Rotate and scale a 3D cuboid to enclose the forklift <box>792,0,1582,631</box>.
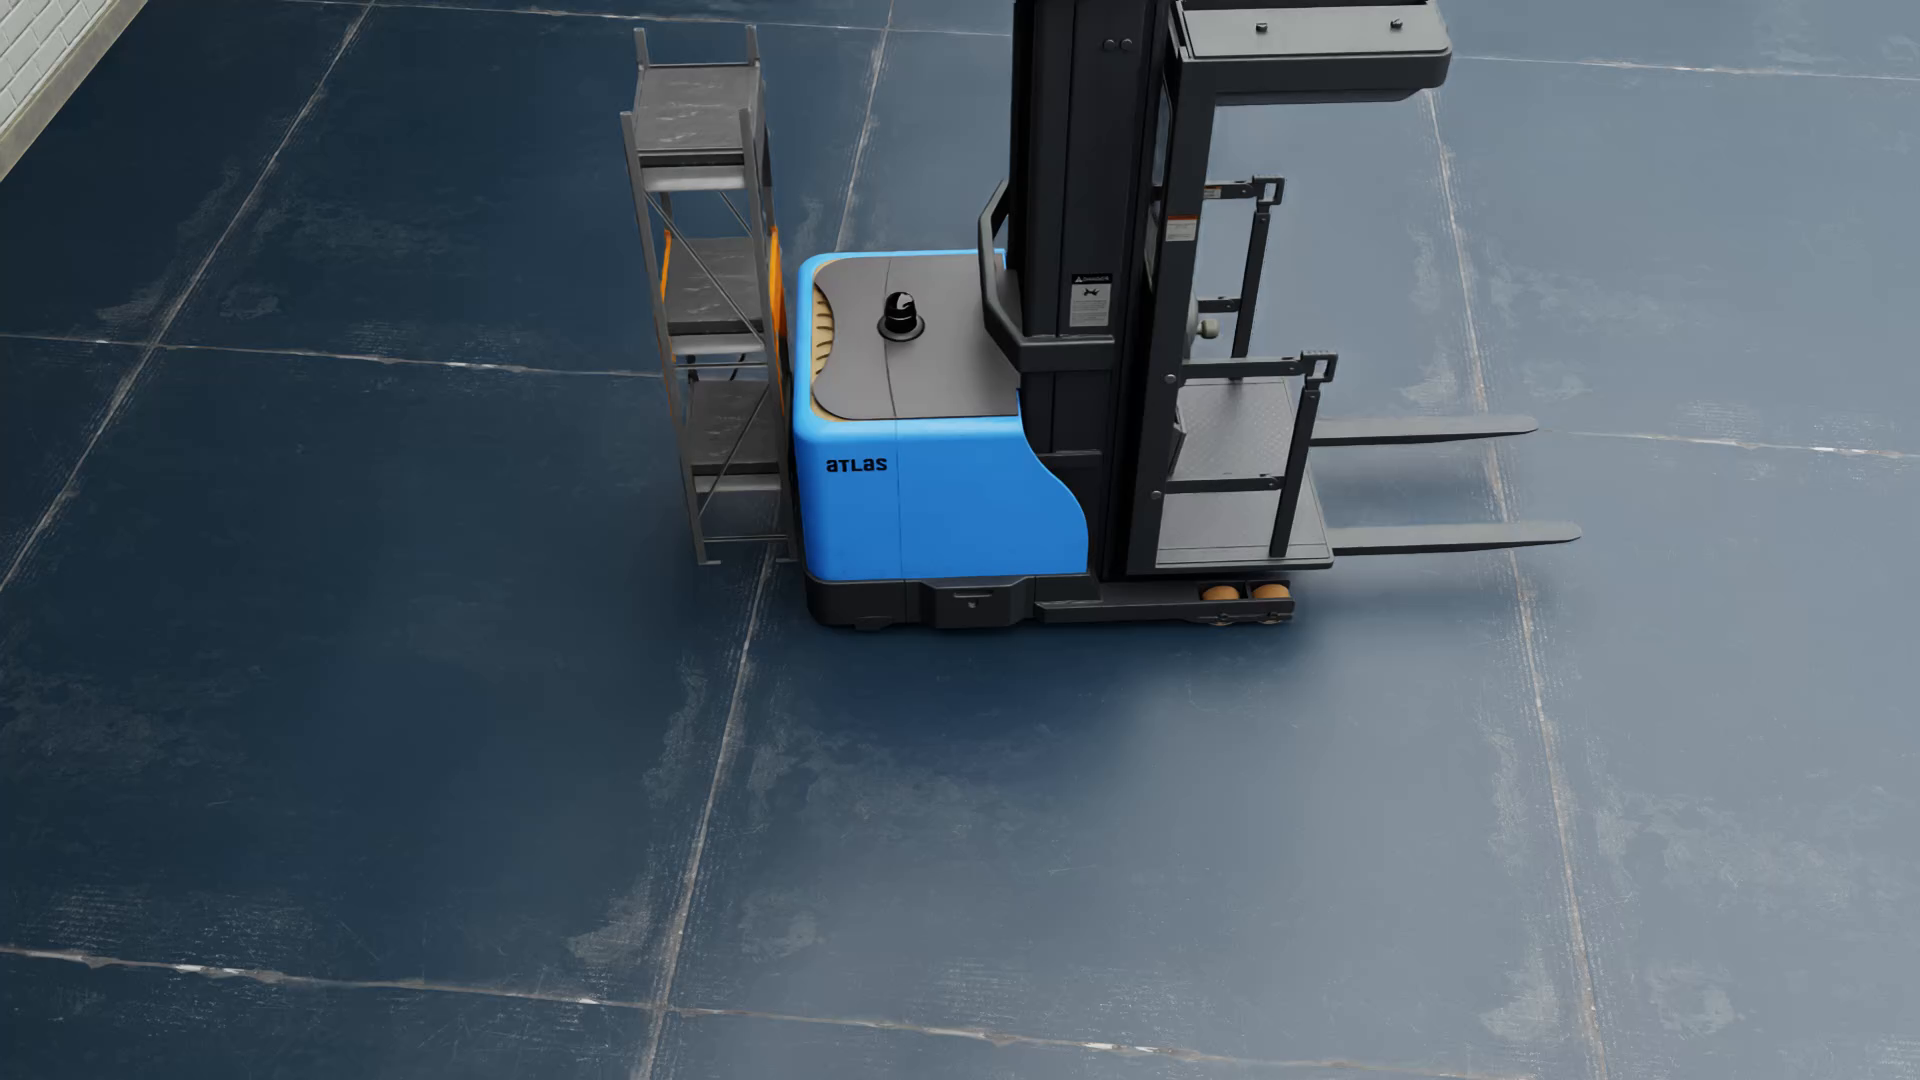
[{"bbox_3d":[0.903,-1.048,5.748,3.031,2.935,1.130,-2,48,-2],"label":"forklift"}]

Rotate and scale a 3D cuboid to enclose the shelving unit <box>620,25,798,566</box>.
[{"bbox_3d":[-0.862,-0.796,6.081,0.431,2.100,0.503,-2,48,-2],"label":"shelving unit"}]

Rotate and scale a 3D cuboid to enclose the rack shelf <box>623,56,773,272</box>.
[{"bbox_3d":[-0.862,-1.260,5.575,0.431,0.518,0.480,-2,48,-2],"label":"rack shelf"}]

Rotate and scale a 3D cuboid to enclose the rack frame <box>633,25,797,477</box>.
[{"bbox_3d":[-0.873,-0.976,6.246,0.400,2.100,0.015,-2,48,-2],"label":"rack frame"}]

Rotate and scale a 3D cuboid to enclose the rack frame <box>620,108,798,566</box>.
[{"bbox_3d":[-0.851,-0.617,5.917,0.400,2.100,0.015,-2,48,-2],"label":"rack frame"}]

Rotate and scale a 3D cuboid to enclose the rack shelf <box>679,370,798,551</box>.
[{"bbox_3d":[-0.862,-0.315,6.608,0.431,0.518,0.480,-2,48,-2],"label":"rack shelf"}]

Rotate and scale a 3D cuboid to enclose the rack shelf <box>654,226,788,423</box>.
[{"bbox_3d":[-0.862,-0.787,6.091,0.431,0.518,0.480,-2,48,-2],"label":"rack shelf"}]
